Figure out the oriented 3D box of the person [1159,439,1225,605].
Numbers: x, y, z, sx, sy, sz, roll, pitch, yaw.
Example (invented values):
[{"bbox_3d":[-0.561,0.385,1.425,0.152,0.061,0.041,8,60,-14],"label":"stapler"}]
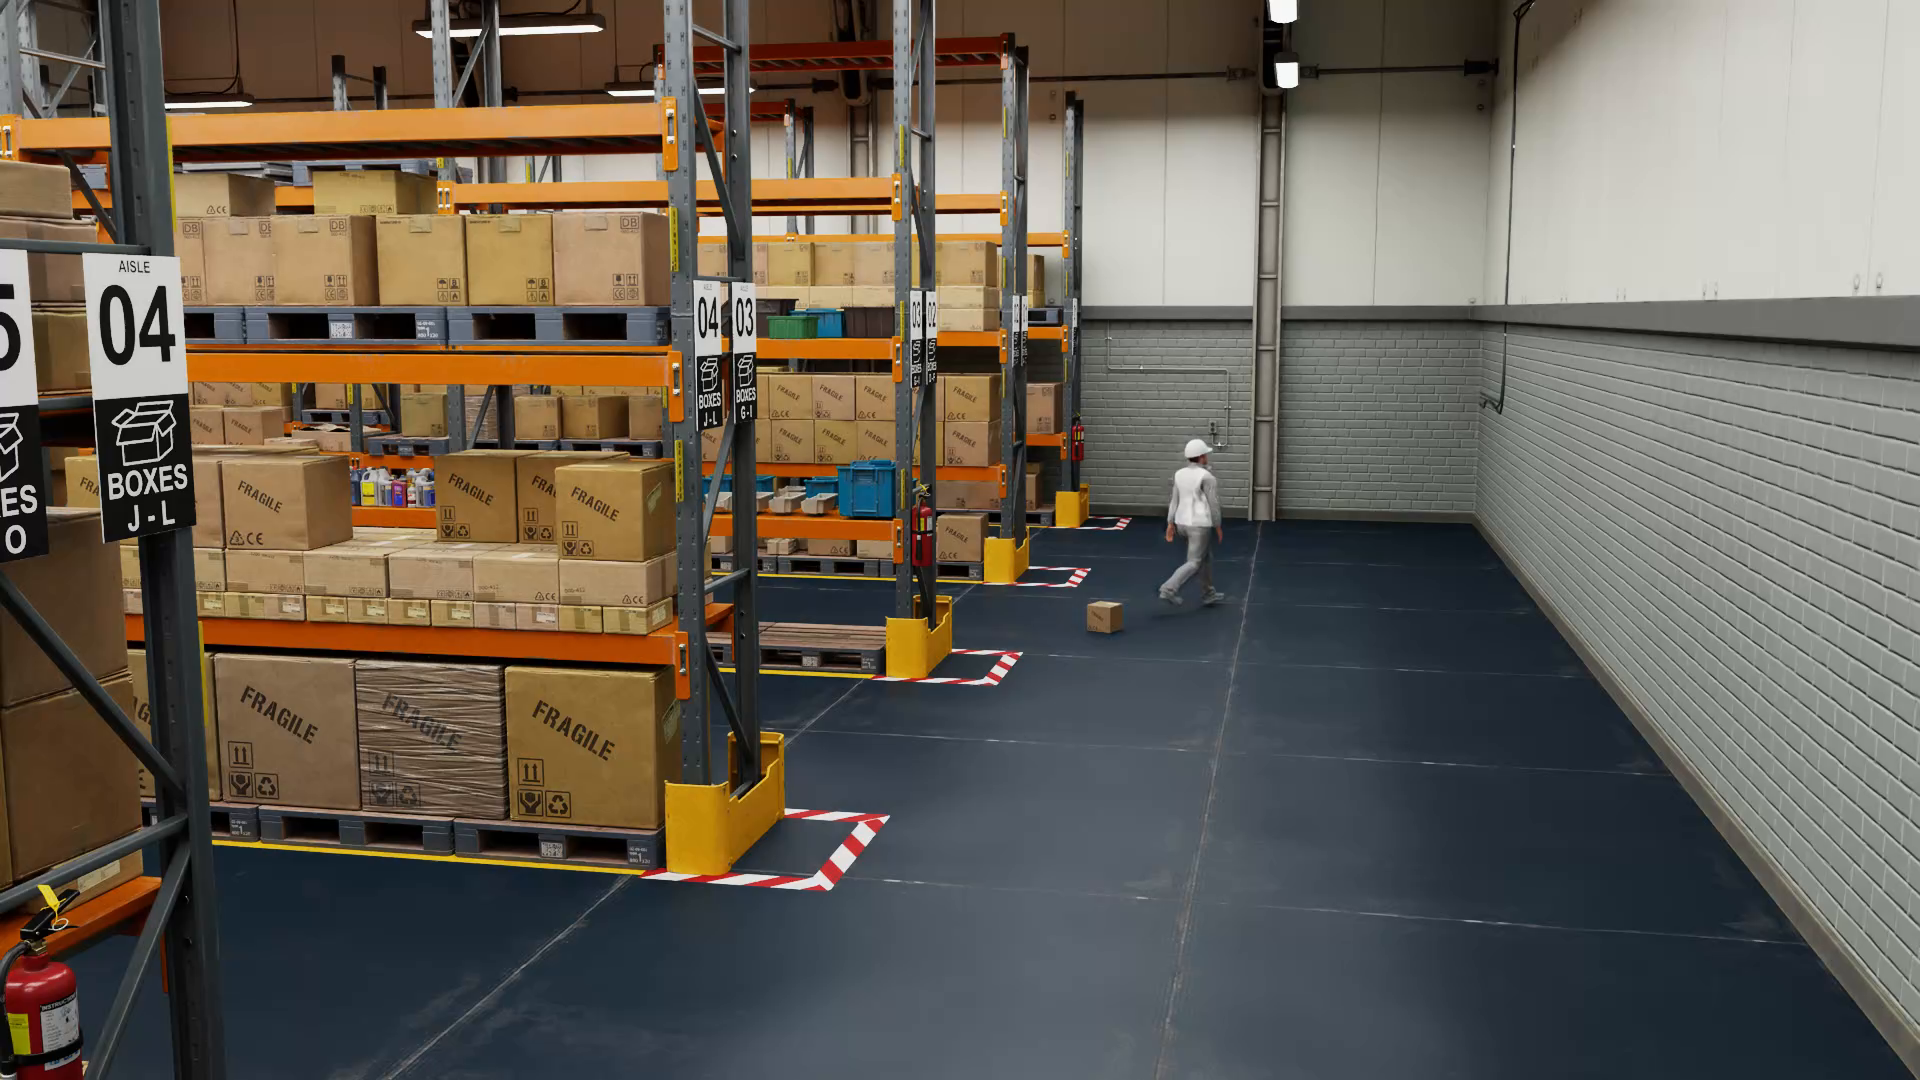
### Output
[{"bbox_3d":[2.398,-0.163,16.926,1.026,1.727,0.552,-5,9,-33],"label":"person"}]
